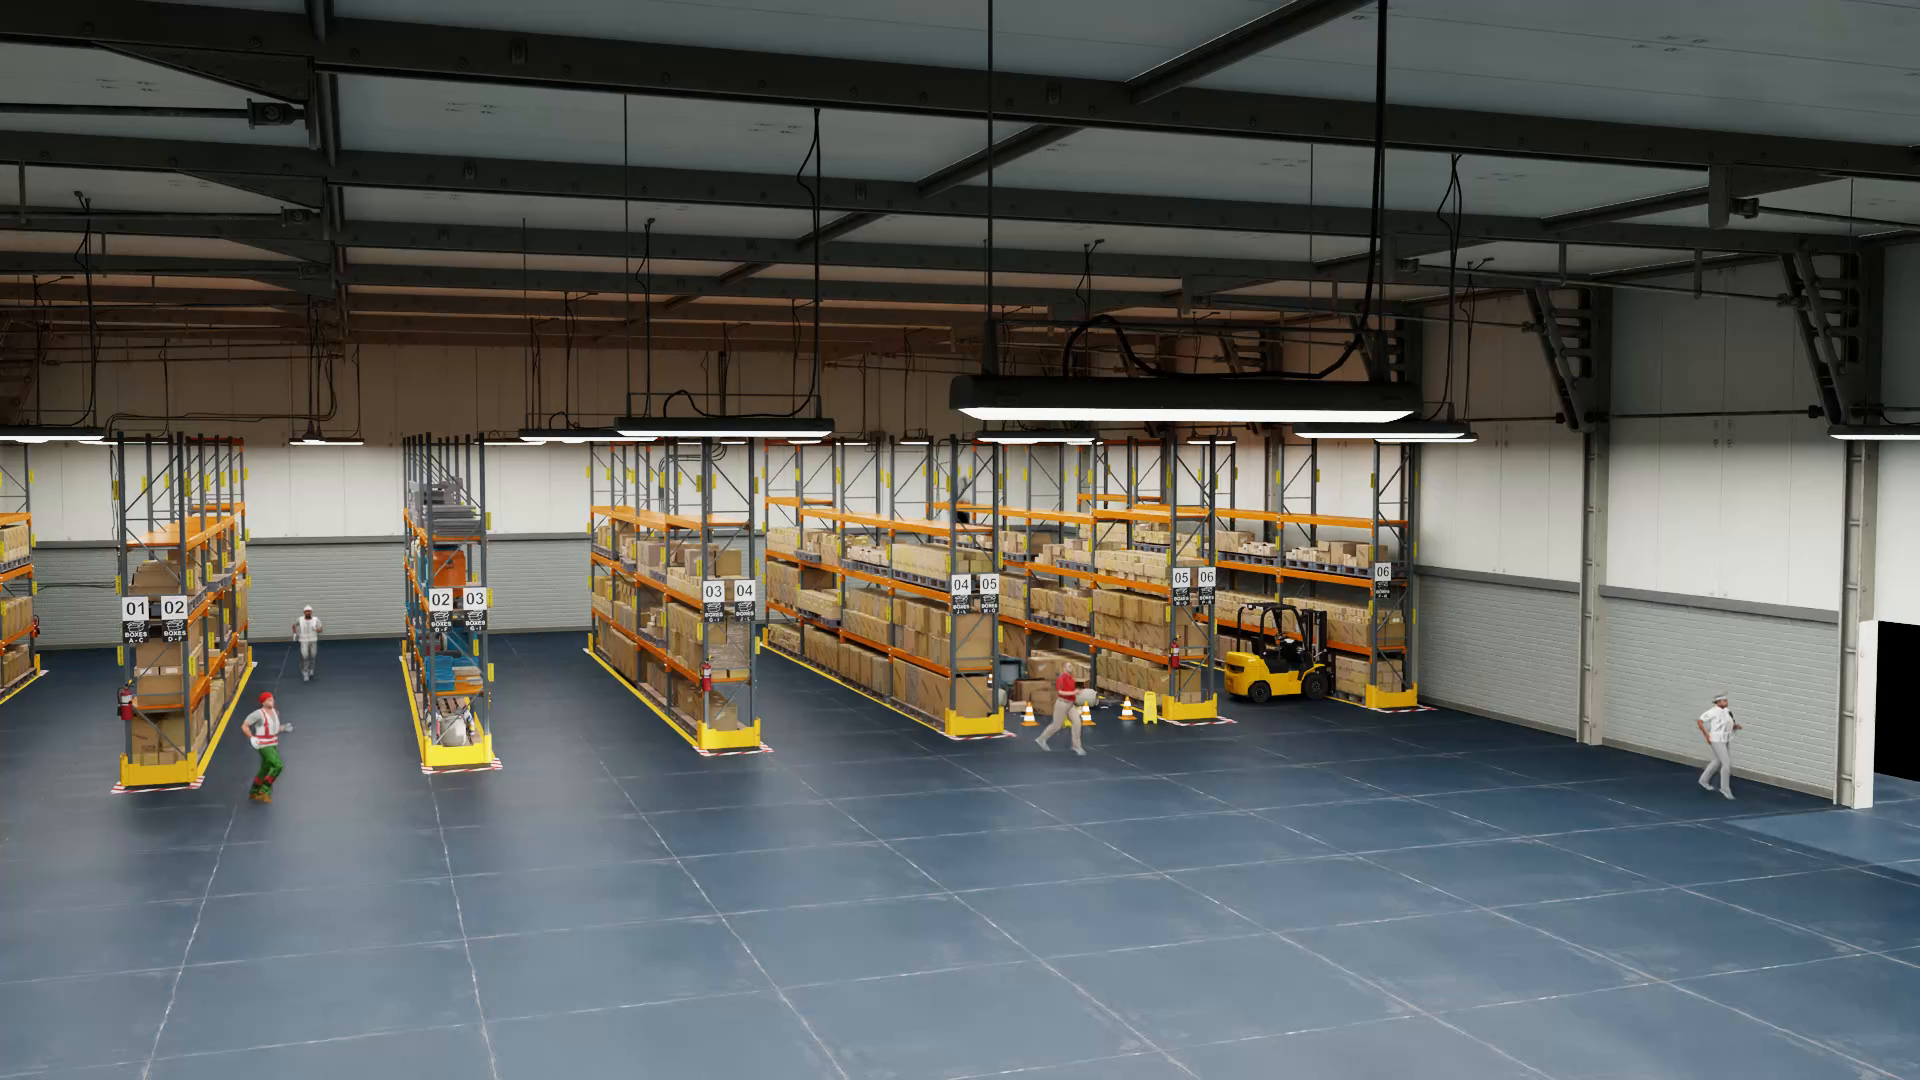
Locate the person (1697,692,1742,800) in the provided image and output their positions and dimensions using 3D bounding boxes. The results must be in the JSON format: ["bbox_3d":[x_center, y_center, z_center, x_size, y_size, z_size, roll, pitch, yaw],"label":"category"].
[{"bbox_3d":[12.483,3.359,27.349,0.549,1.757,0.778,-2,4,-35],"label":"person"}]

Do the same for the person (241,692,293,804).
[{"bbox_3d":[-11.158,3.352,26.871,0.709,1.806,0.620,0,3,8],"label":"person"}]

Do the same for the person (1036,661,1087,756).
[{"bbox_3d":[1.921,3.141,31.117,0.949,1.775,0.670,2,4,31],"label":"person"}]

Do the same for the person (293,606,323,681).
[{"bbox_3d":[-16.124,2.545,41.135,0.669,1.842,0.805,-2,4,-29],"label":"person"}]
